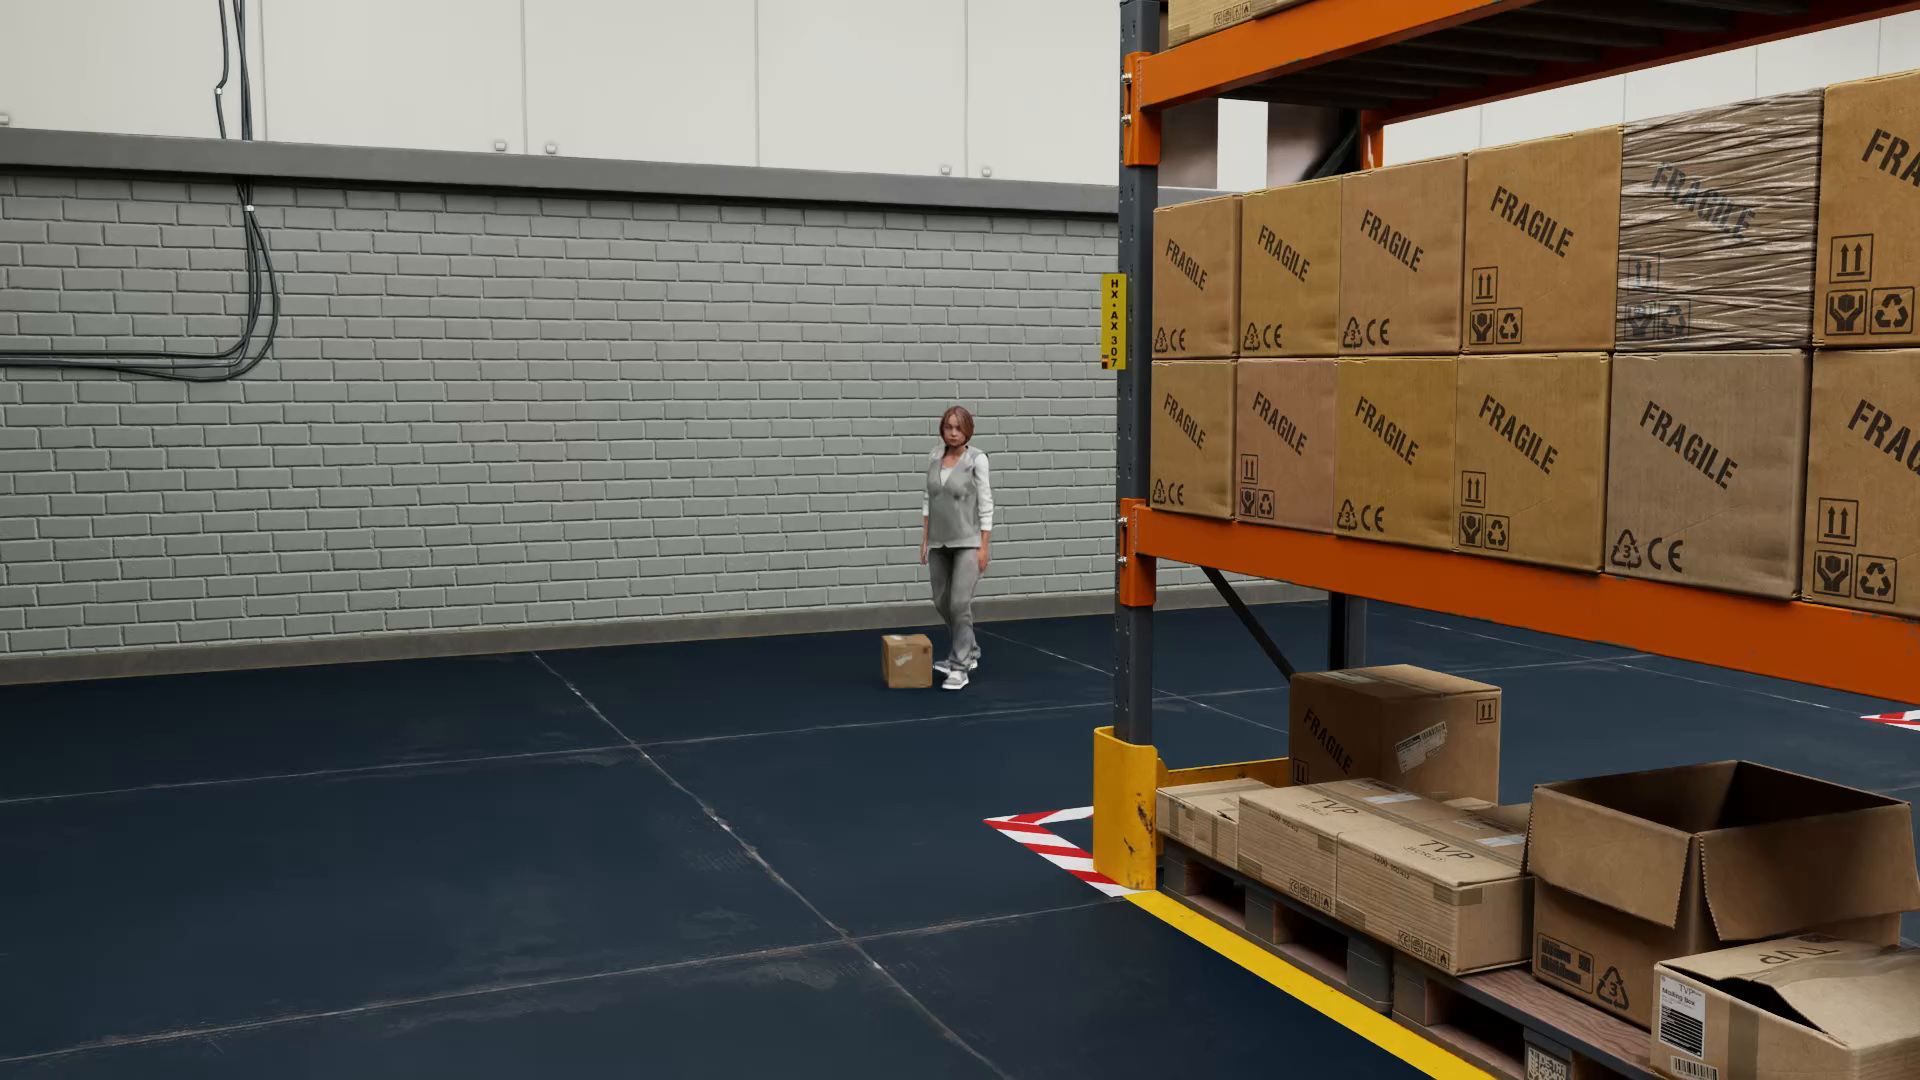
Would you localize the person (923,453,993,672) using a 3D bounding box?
[{"bbox_3d":[0.024,0.116,9.391,0.436,1.285,0.488,3,7,31],"label":"person"}]
